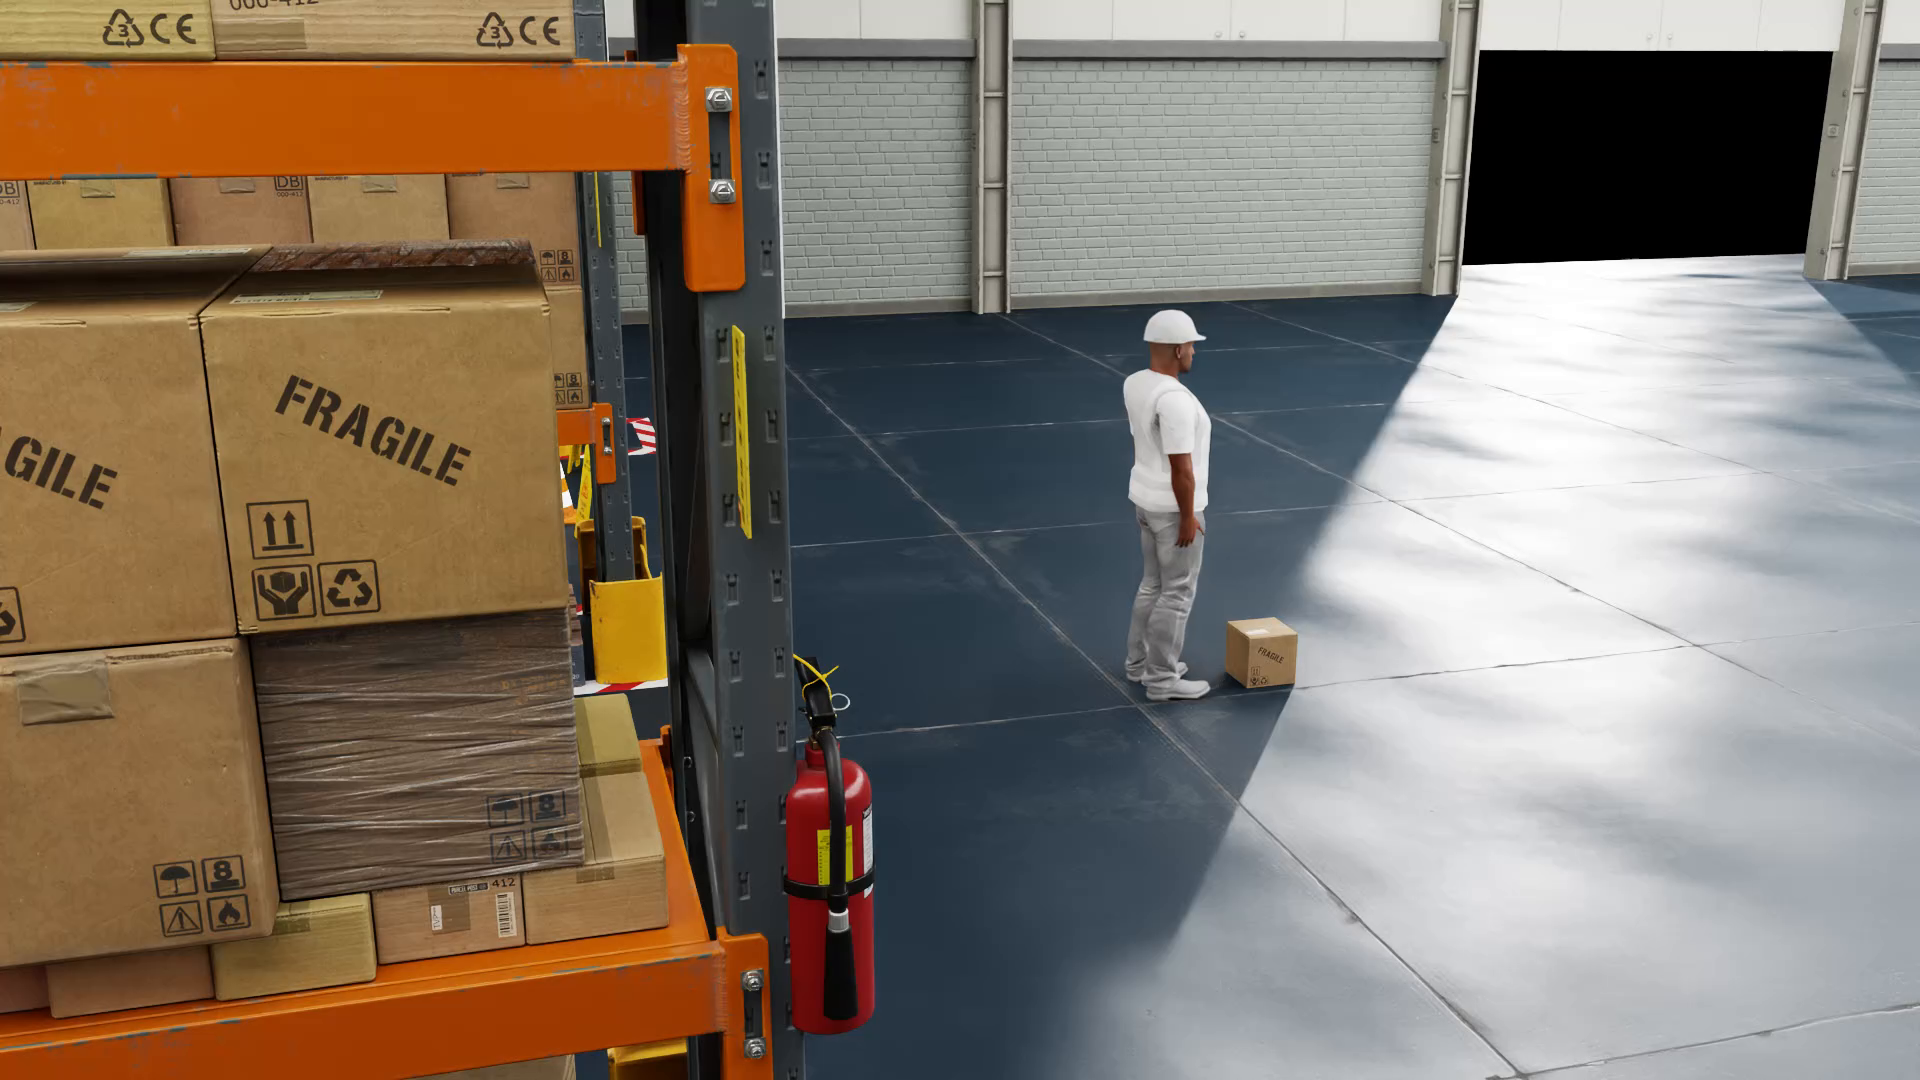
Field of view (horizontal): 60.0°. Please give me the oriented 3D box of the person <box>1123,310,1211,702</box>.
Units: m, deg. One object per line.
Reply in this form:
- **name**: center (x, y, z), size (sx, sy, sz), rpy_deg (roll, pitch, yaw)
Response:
- **person**: center (0.944, -0.162, 7.566), size (0.358, 1.759, 0.563), rpy_deg (-4, 16, -14)
